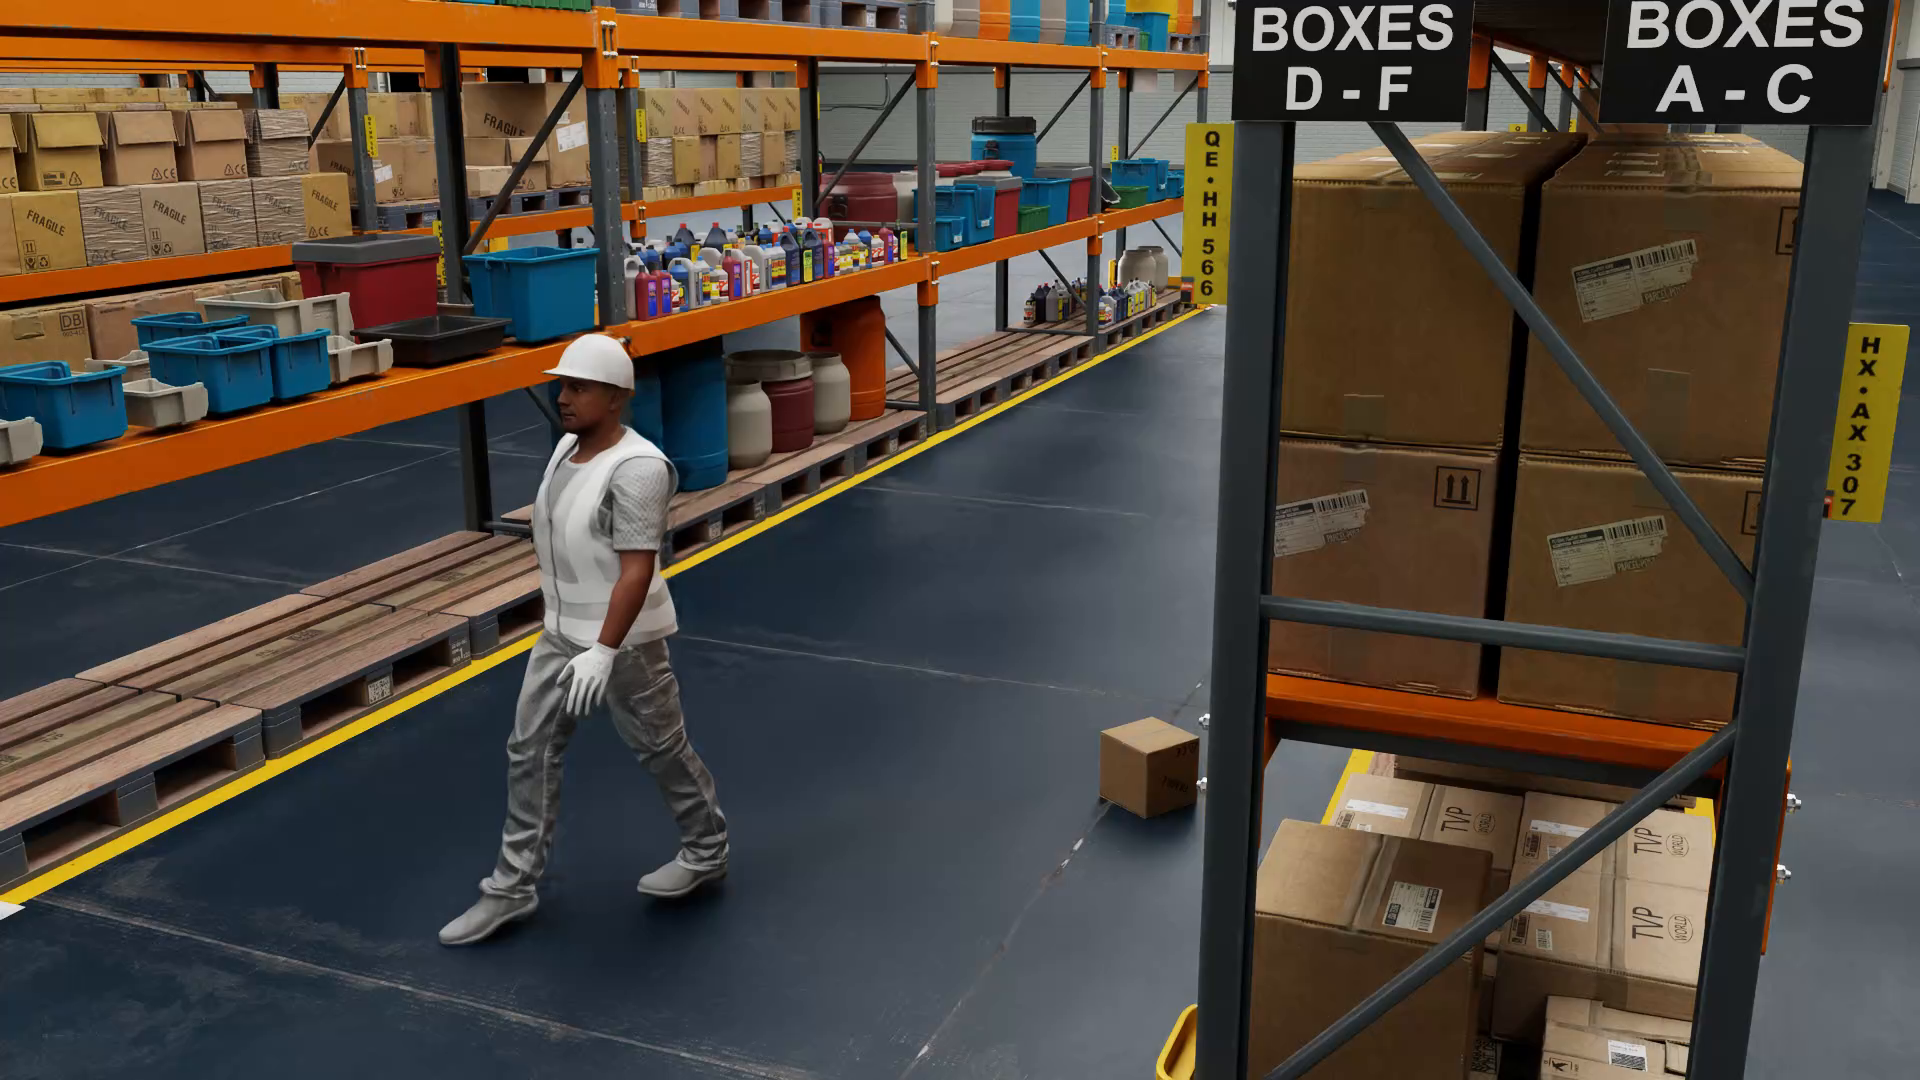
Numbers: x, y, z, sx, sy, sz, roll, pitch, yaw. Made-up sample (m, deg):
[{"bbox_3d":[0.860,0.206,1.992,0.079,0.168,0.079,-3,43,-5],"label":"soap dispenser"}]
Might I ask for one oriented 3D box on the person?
[{"bbox_3d":[-1.115,0.300,4.866,0.853,1.788,0.608,-14,20,-41],"label":"person"}]
